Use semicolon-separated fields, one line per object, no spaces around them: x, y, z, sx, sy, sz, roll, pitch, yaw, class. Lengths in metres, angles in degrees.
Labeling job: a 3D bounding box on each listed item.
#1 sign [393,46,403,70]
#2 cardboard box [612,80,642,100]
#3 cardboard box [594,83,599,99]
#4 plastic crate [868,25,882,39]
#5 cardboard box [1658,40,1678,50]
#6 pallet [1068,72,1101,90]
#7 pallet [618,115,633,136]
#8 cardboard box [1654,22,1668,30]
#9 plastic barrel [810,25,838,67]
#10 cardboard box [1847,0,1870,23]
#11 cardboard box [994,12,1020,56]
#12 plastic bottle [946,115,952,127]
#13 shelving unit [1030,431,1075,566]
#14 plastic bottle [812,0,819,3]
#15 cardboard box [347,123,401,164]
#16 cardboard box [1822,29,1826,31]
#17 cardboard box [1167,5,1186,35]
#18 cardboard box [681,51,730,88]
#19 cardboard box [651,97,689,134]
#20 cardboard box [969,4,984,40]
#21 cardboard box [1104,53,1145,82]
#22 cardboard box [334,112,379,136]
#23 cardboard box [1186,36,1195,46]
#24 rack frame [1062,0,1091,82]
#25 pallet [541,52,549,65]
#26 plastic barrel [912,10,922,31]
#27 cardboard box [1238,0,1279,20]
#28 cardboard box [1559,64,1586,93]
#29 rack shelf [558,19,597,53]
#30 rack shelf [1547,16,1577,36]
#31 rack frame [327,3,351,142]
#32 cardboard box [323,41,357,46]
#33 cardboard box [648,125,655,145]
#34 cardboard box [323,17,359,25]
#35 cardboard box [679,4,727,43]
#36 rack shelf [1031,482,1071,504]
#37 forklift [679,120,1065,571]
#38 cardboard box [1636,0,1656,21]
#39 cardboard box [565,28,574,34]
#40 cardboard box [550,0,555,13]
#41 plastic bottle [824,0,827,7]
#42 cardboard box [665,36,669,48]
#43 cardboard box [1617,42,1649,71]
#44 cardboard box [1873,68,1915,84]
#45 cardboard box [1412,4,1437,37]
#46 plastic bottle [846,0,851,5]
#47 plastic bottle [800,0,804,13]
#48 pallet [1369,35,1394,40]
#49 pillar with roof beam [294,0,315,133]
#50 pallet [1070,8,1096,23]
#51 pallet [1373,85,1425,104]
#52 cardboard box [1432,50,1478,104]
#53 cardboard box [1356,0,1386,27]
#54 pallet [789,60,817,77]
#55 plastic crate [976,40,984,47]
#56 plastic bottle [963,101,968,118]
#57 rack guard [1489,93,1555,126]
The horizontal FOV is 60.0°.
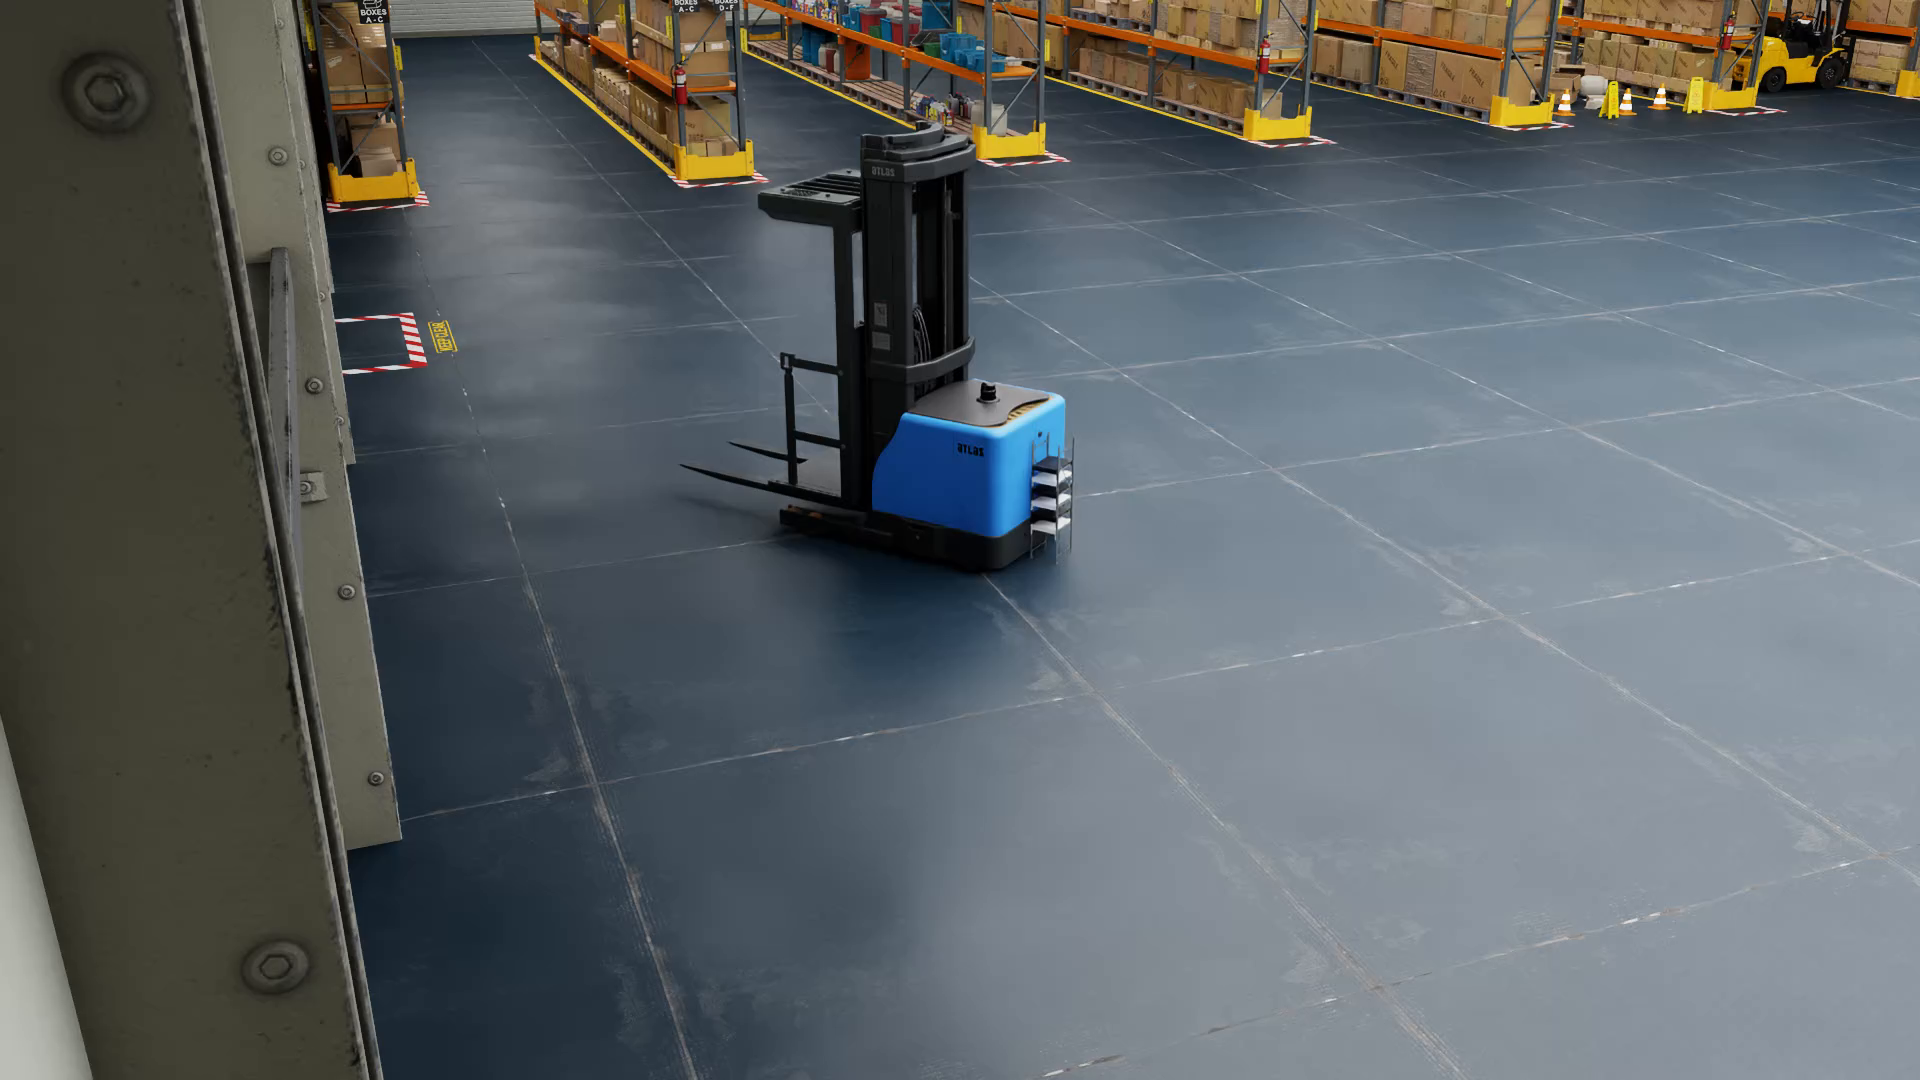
-7.888;-6.765;23.323;0.100;0.325;0.005;-8;24;-19;sign
-5.951;-8.088;29.855;0.500;0.311;0.500;-8;24;-19;cardboard box
-6.679;-8.575;31.732;0.500;0.250;0.500;-8;24;-19;cardboard box
-1.420;-9.600;31.438;0.450;0.188;0.662;-8;24;-19;plastic crate
13.972;-9.732;32.676;0.380;0.149;0.250;-8;24;-18;cardboard box
2.954;-9.668;34.916;1.003;0.211;1.213;-8;24;-19;pallet
-5.473;-7.403;29.542;1.003;0.211;1.213;-8;24;-19;pallet
13.927;-10.136;32.759;0.380;0.149;0.250;-9;24;-20;cardboard box
-2.941;-10.780;36.125;0.600;0.901;0.708;-8;24;-19;plastic barrel
18.644;-10.937;34.208;0.500;0.500;0.500;-9;24;-20;cardboard box
1.511;-11.675;38.282;1.225;0.875;0.875;-8;24;-19;cardboard box
-0.187;-7.171;28.438;0.097;0.201;0.097;0;23;0;plastic bottle
0.654;-0.293;11.787;0.210;0.900;0.258;13;26;29;shelving unit
-3.090;-11.417;35.636;0.152;0.276;0.135;-8;24;-19;plastic bottle
-8.970;-6.086;25.480;0.700;0.500;0.500;-10;25;-22;cardboard box
18.554;-10.878;35.910;0.500;0.250;0.500;-9;24;-20;cardboard box
4.338;-9.608;30.672;0.875;0.500;0.500;-8;24;-19;cardboard box
-3.916;-7.190;25.317;0.700;0.500;0.500;-8;24;-19;cardboard box
-4.598;-6.759;26.459;0.500;0.500;0.500;-8;24;-19;cardboard box
0.790;-12.482;40.198;0.875;0.875;0.875;-8;24;-19;cardboard box
3.350;-9.642;33.917;0.700;0.500;0.500;-6;24;-15;cardboard box
-10.085;-7.061;27.792;0.700;0.500;0.500;-7;24;-17;cardboard box
4.352;-9.097;30.296;0.380;0.149;0.250;-8;24;-19;cardboard box
2.680;-11.237;35.048;1.000;3.000;0.127;-8;24;-19;rack frame
-9.106;-11.183;38.512;1.003;0.211;1.213;-8;24;-19;pallet
-0.674;-9.544;30.857;0.433;0.535;0.433;0;23;0;plastic barrel
5.080;-9.140;28.274;0.500;0.500;0.500;-8;24;-19;cardboard box
12.469;-9.416;33.944;0.500;0.500;0.500;8;24;18;cardboard box
-7.296;-10.274;33.690;1.077;0.370;4.000;-8;24;-19;rack shelf
12.657;-11.538;36.690;1.077;0.370;4.000;-8;24;-19;rack shelf
-9.806;-7.745;26.763;0.949;2.616;0.053;-8;24;-19;rack frame
-8.930;-6.903;23.968;0.500;0.500;0.500;-8;24;-18;cardboard box
-4.770;-6.596;27.038;0.500;0.250;0.500;-8;24;-19;cardboard box
-10.148;-8.387;27.592;0.700;0.500;0.500;-6;24;-14;cardboard box
-3.935;-7.807;25.111;0.700;0.500;0.500;-8;24;-19;cardboard box
0.654;-0.346;11.765;0.200;0.077;0.258;13;26;29;rack shelf
-0.751;-1.548;12.148;3.031;2.935;1.130;13;26;29;forklift
13.820;-10.584;32.987;0.500;0.500;0.500;-8;24;-18;cardboard box
-8.993;-11.673;38.735;0.500;0.500;0.500;-8;24;-19;cardboard box
-8.602;-11.712;36.047;0.500;0.500;0.500;-8;24;-17;cardboard box
-2.871;-11.679;36.161;0.144;0.351;0.185;-8;24;-19;plastic bottle
-4.347;-7.709;25.715;0.380;0.149;0.250;-8;24;-18;cardboard box
13.701;-9.782;33.631;0.500;0.500;0.500;-7;24;-16;cardboard box
18.958;-9.426;33.751;0.500;0.250;0.500;-8;24;-19;cardboard box
9.206;-9.955;31.813;0.875;0.550;0.550;-8;24;-19;cardboard box
-2.347;-11.299;35.258;0.144;0.351;0.185;-8;24;-19;plastic bottle
-3.415;-11.552;35.962;0.097;0.271;0.097;0;23;0;plastic bottle
10.881;-12.495;41.623;1.003;0.211;1.213;-8;24;-19;pallet
-7.545;-11.962;29.045;9.100;9.000;0.400;-8;24;-19;pillar with roof beam
3.031;-10.904;34.506;1.213;0.211;1.003;-8;24;-19;pallet
8.964;-8.855;32.988;1.003;0.211;1.213;-8;24;-19;pallet
9.568;-8.745;31.331;0.875;0.875;0.875;-9;24;-20;cardboard box
8.334;-10.626;33.471;0.500;0.500;0.500;-8;24;-19;cardboard box
-3.133;-10.440;36.747;1.003;0.211;1.213;-8;24;-19;pallet
0.104;-8.670;29.151;0.499;0.251;0.616;-8;24;-19;plastic crate
0.093;-7.599;29.348;0.061;0.283;0.133;-8;24;-19;plastic bottle
10.190;-7.813;30.144;1.175;0.500;0.348;-8;24;-19;rack guard
